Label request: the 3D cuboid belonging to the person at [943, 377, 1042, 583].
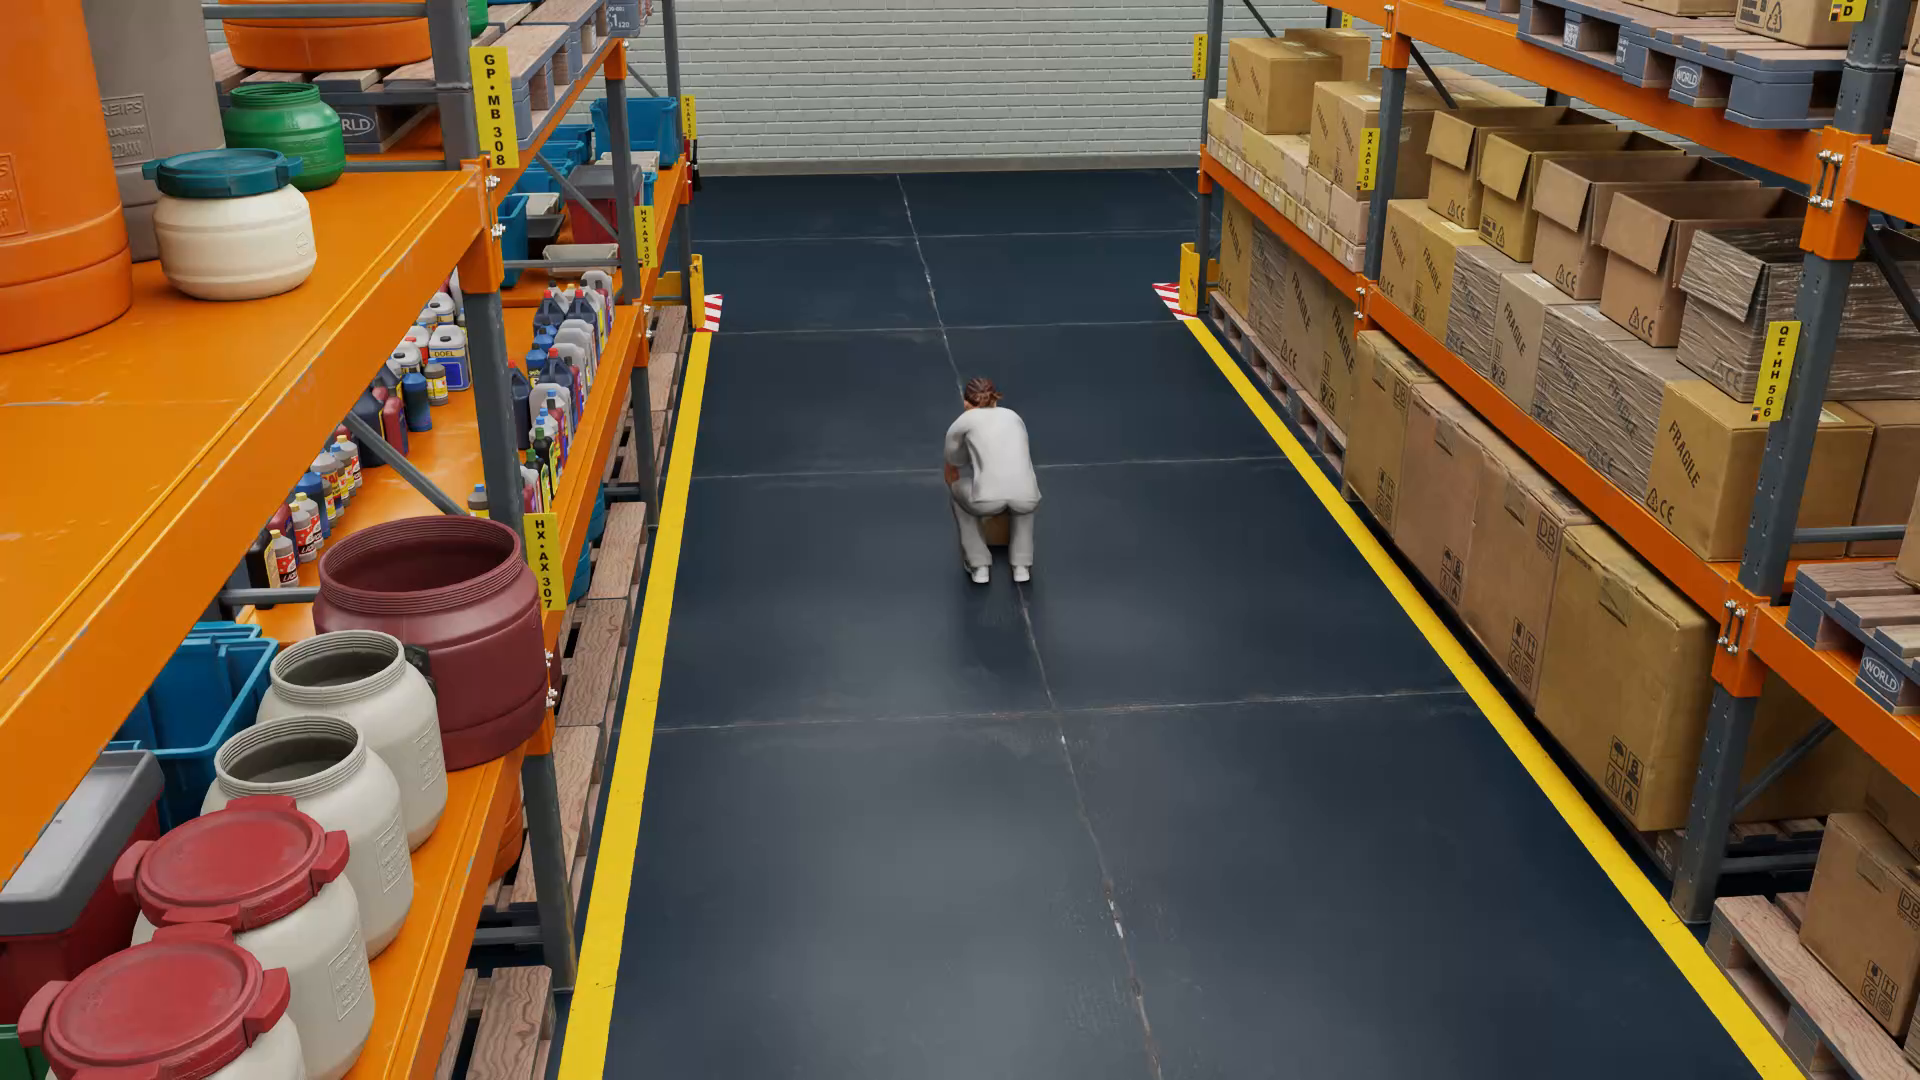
[{"bbox_3d":[0.167,-0.305,8.693,0.484,0.951,0.791,-2,24,-5],"label":"person"}]
